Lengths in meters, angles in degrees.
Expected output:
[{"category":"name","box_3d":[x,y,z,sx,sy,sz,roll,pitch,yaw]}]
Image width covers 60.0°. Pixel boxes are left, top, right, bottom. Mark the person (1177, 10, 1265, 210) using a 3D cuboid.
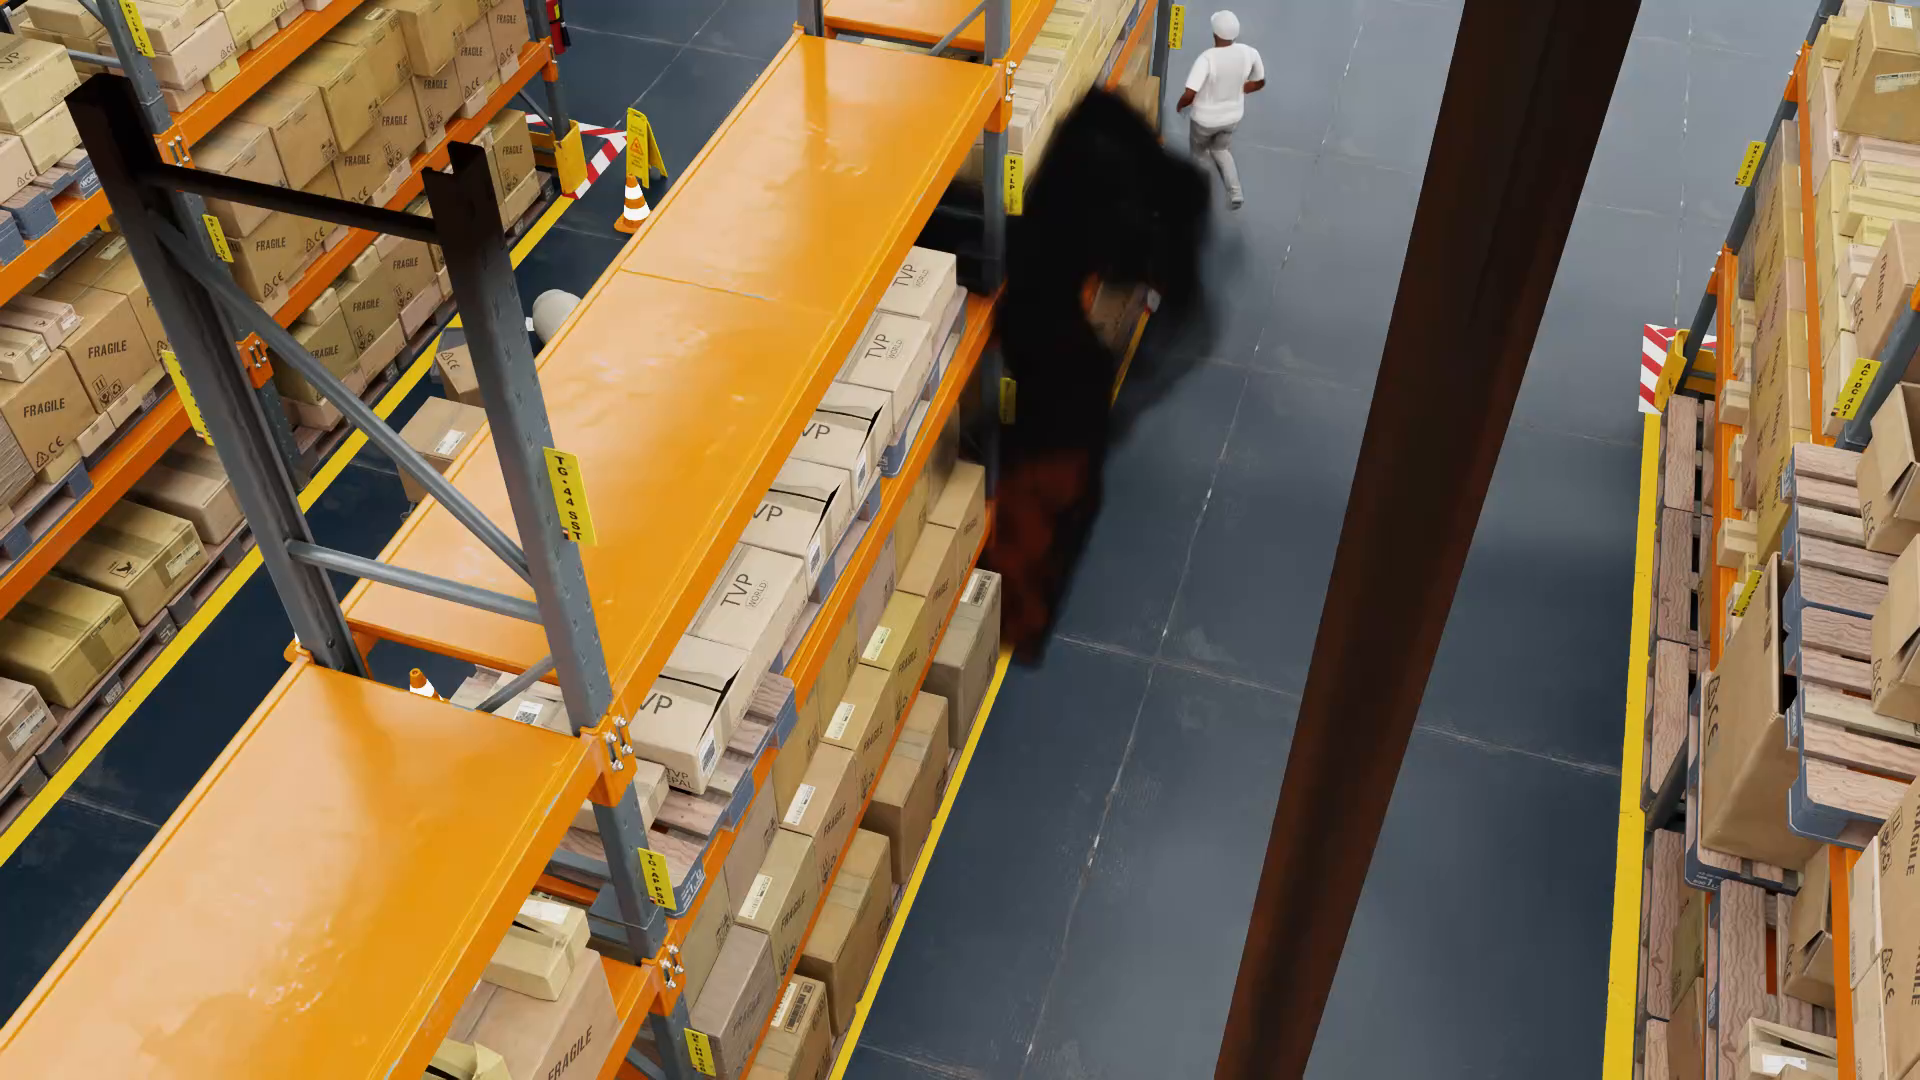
[{"category":"person","box_3d":[2.044,-3.349,13.201,0.726,1.753,0.710,-14,47,-14]}]
